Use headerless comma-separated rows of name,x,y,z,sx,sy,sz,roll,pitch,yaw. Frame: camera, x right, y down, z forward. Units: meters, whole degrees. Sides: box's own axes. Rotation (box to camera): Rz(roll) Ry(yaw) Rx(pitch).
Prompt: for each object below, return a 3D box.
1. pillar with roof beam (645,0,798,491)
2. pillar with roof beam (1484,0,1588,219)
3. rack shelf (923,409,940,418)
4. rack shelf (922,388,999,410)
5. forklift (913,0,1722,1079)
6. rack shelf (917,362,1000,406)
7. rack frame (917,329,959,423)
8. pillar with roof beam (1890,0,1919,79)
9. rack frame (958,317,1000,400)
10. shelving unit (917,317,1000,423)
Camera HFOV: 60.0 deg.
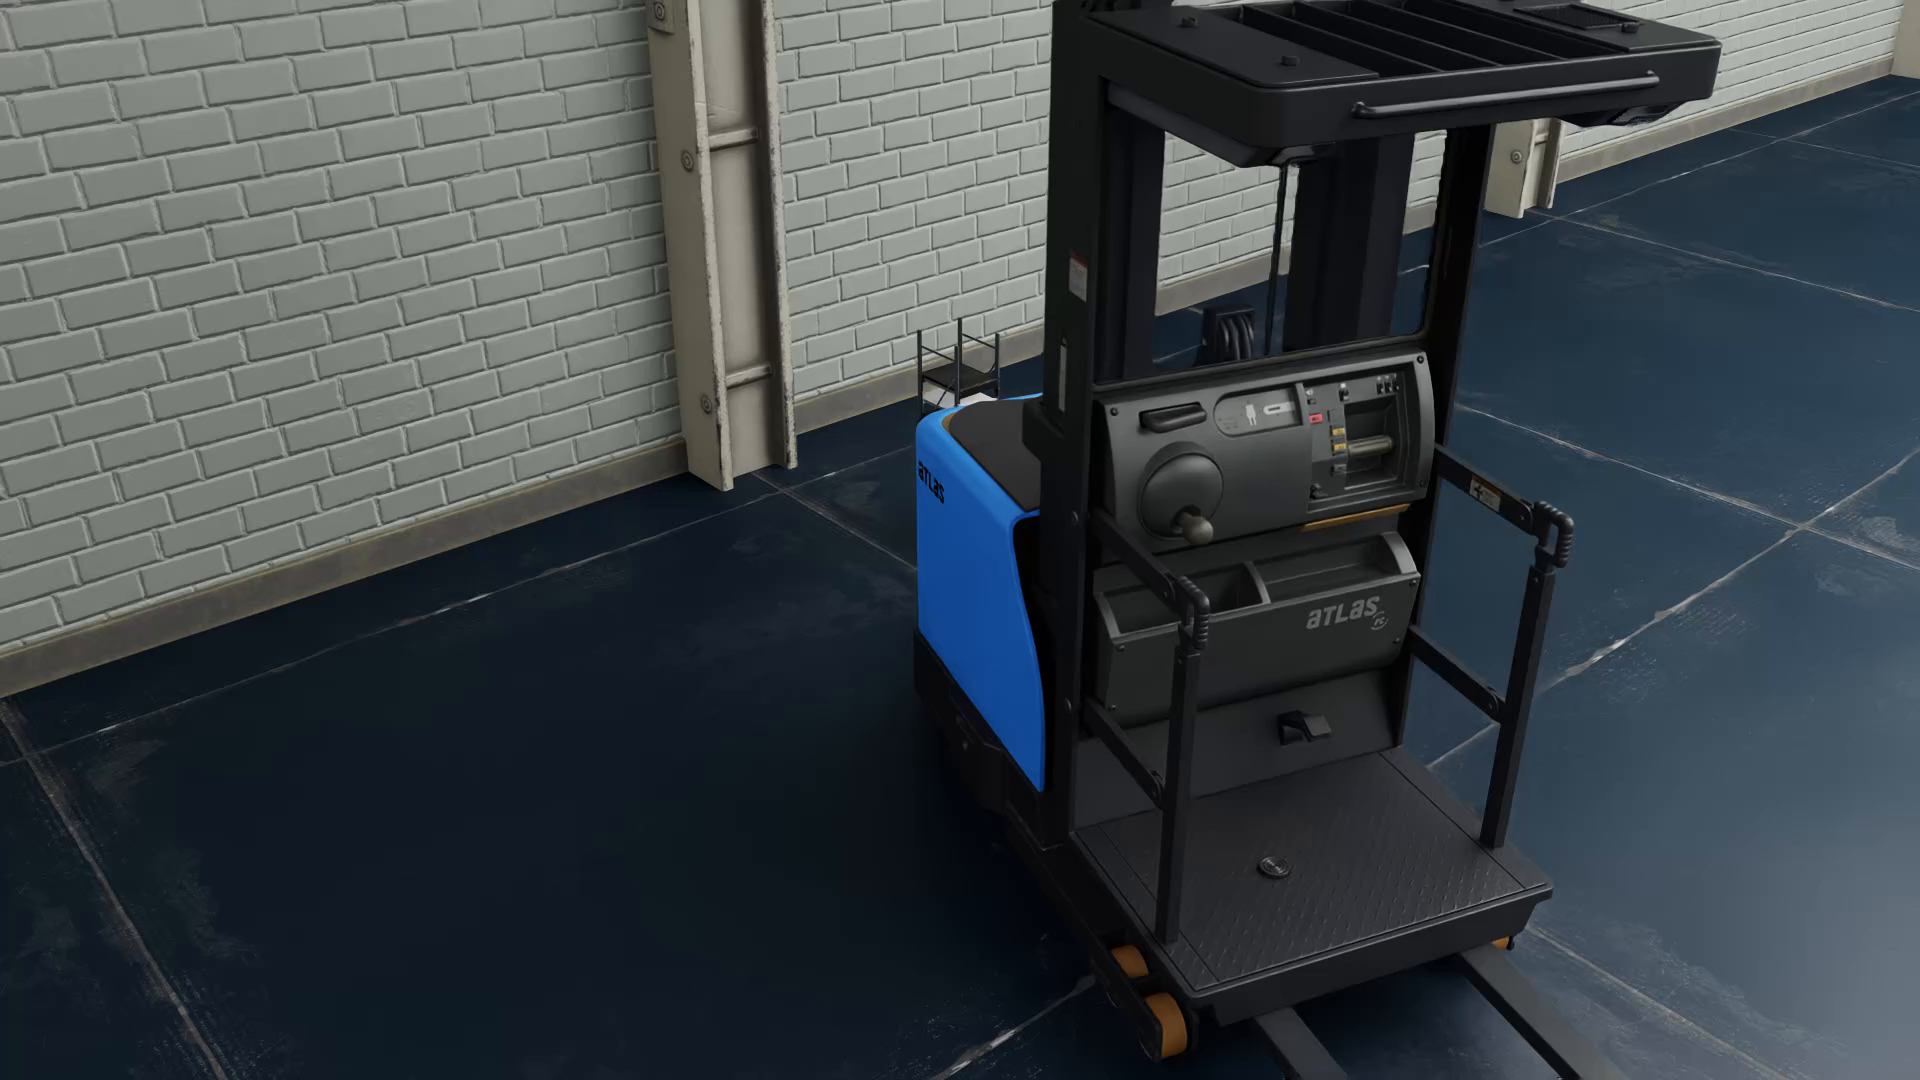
pillar with roof beam,1.828,-2.748,2.345,0.400,9.000,9.100,-22,35,-35
pillar with roof beam,6.393,-4.584,5.779,0.400,9.000,9.100,-22,35,-35
rack shelf,-0.006,-0.444,6.507,0.200,0.077,0.258,-22,35,-35
rack shelf,-0.006,-0.524,6.464,0.200,0.077,0.258,-22,35,-35
forklift,0.870,-0.191,3.997,1.130,2.935,3.031,-11,30,-19
rack shelf,-0.006,-0.603,6.422,0.200,0.077,0.258,-22,35,-35
rack frame,-0.084,-0.363,6.475,0.006,0.900,0.240,-22,35,-35
pillar with roof beam,10.957,-6.419,9.214,0.400,9.000,9.100,-22,35,-35
rack frame,0.071,-0.425,6.591,0.006,0.900,0.240,-22,35,-35
shelving unit,-0.006,-0.394,6.533,0.210,0.900,0.258,-22,35,-35
